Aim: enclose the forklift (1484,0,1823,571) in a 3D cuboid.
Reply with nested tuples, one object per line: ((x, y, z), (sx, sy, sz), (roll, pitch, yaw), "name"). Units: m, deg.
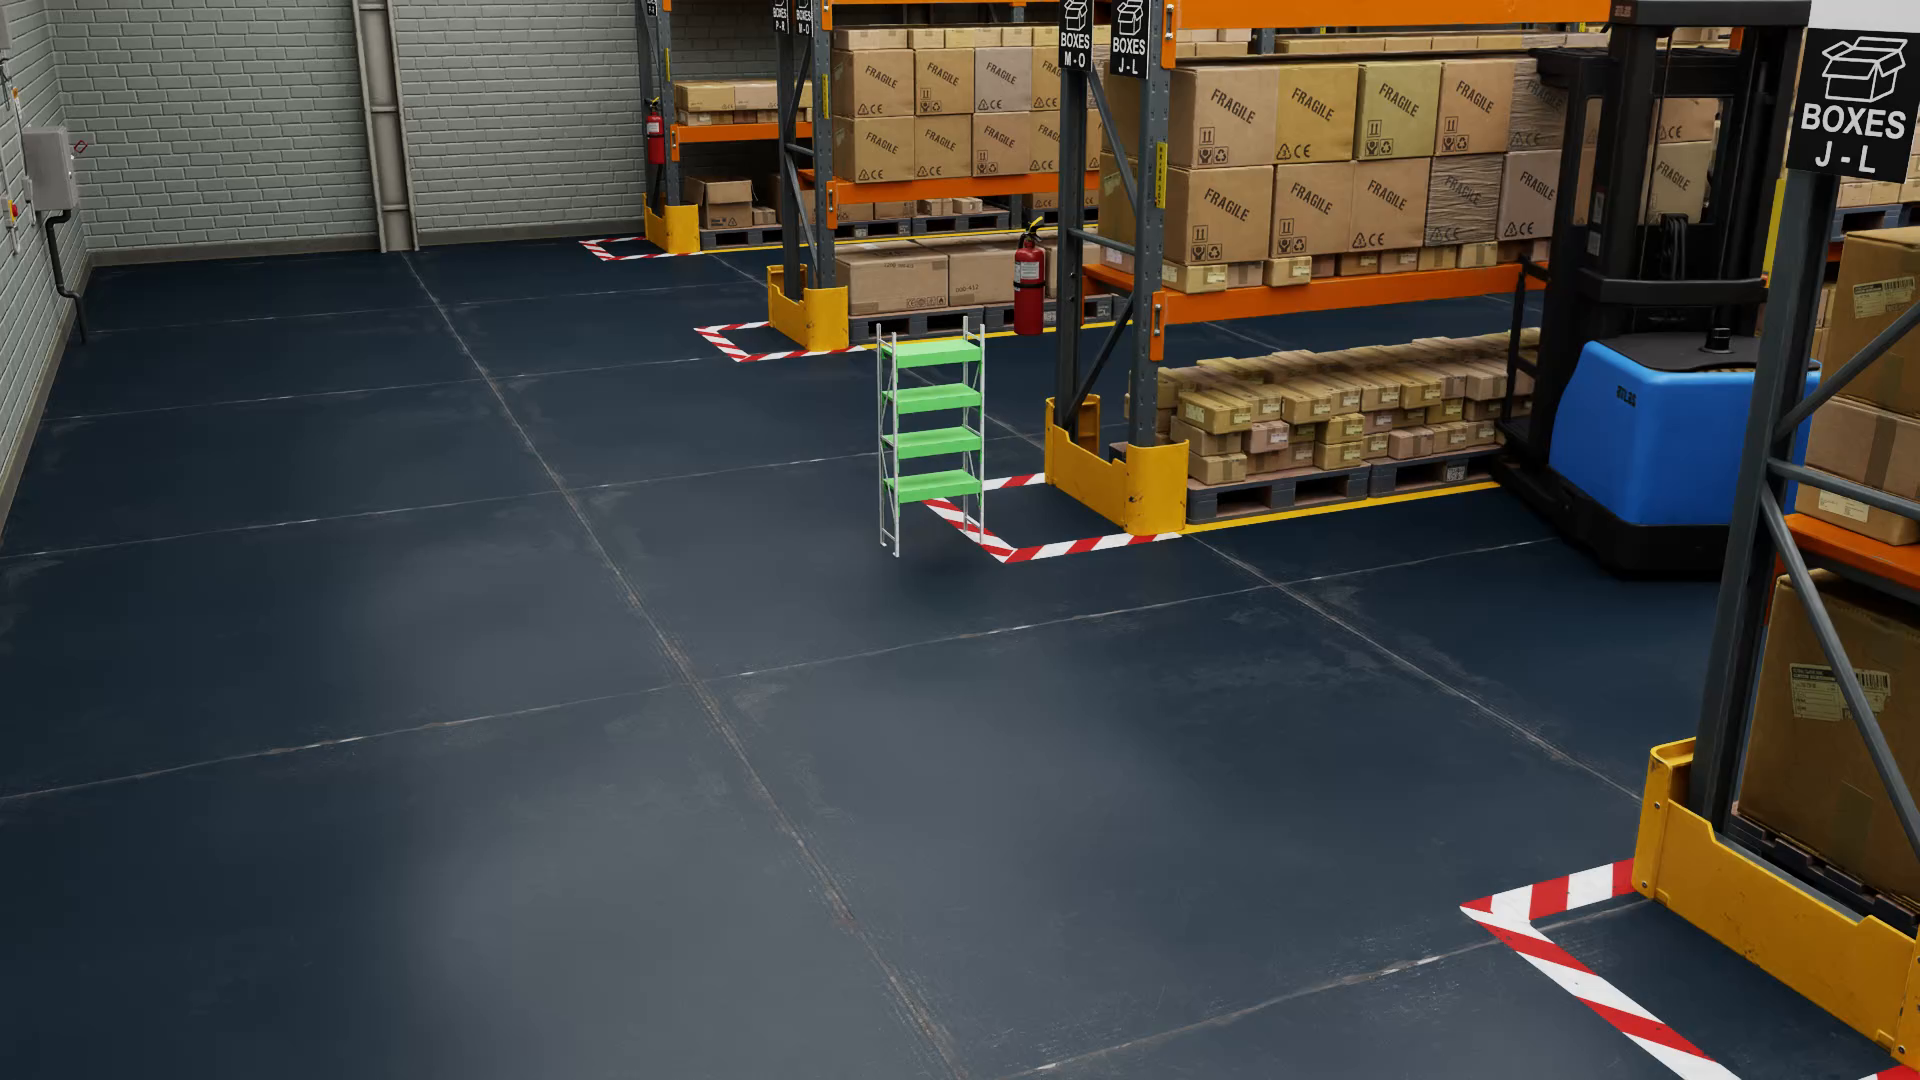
((3.768, -1.668, 9.345), (1.130, 2.935, 3.031), (-1, 19, -3), "forklift")

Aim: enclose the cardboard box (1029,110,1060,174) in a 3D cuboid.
((0.691, -3.345, 13.854), (0.500, 0.500, 0.500), (-7, 21, -20), "cardboard box")

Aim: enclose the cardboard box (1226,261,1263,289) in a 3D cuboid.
((1.454, -1.489, 9.111), (0.250, 0.149, 0.380), (-7, 21, -20), "cardboard box")

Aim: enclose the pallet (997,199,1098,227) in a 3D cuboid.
((1.191, -3.957, 19.943), (1.213, 0.211, 1.003), (-8, 21, -22), "pallet")

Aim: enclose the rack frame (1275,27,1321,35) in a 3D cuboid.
((4.132, -5.680, 20.638), (0.127, 3.000, 1.000), (-8, 21, -22), "rack frame")

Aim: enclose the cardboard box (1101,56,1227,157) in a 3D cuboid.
((1.131, -2.413, 9.256), (0.500, 0.500, 0.500), (-9, 21, -23), "cardboard box")

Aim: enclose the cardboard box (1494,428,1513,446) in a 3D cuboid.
((3.307, -0.706, 10.171), (0.250, 0.149, 0.380), (-8, 21, -22), "cardboard box")

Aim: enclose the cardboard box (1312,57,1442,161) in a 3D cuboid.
((2.274, -2.385, 9.176), (0.500, 0.500, 0.500), (-9, 21, -23), "cardboard box")

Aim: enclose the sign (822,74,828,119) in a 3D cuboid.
((-1.030, -3.390, 12.711), (0.005, 0.325, 0.100), (-8, 21, -22), "sign")

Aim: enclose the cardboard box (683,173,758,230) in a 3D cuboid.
((-2.615, -3.700, 18.140), (0.637, 0.503, 0.797), (-9, 21, -24), "cardboard box")

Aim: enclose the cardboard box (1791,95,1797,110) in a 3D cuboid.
((8.469, -4.491, 17.006), (0.250, 0.149, 0.380), (-8, 21, -22), "cardboard box")

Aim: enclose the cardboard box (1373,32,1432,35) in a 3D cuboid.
((4.154, -4.499, 15.626), (0.500, 0.500, 0.500), (-8, 21, -21), "cardboard box")

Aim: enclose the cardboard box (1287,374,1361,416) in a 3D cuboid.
((2.107, -0.843, 9.663), (0.250, 0.149, 0.380), (-9, 21, -25), "cardboard box")

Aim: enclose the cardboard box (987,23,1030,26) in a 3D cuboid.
((0.404, -4.261, 13.974), (0.250, 0.149, 0.380), (-7, 21, -20), "cardboard box")

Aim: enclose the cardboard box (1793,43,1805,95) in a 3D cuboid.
((8.510, -4.816, 16.953), (0.500, 0.500, 0.500), (-7, 21, -20), "cardboard box")

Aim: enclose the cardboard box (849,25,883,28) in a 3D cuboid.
((-0.770, -4.088, 13.484), (0.250, 0.149, 0.380), (-8, 21, -21), "cardboard box")

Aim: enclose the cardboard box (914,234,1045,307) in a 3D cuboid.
((0.159, -2.344, 14.389), (0.875, 0.438, 0.875), (-8, 21, -20), "cardboard box")

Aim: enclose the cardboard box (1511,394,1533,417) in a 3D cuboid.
((3.341, -0.877, 10.209), (0.250, 0.149, 0.380), (-8, 21, -21), "cardboard box")

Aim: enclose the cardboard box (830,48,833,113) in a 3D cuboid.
((-0.896, -3.769, 13.555), (0.500, 0.500, 0.500), (-7, 21, -20), "cardboard box")

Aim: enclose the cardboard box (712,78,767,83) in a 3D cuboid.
((-2.423, -4.906, 18.217), (0.500, 0.250, 0.500), (-8, 21, -22), "cardboard box")

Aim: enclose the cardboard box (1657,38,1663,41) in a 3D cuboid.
((9.164, -6.642, 22.243), (0.250, 0.149, 0.380), (-8, 21, -22), "cardboard box")

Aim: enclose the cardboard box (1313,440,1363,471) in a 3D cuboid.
((2.128, -0.537, 9.692), (0.250, 0.149, 0.380), (-8, 21, -21), "cardboard box")

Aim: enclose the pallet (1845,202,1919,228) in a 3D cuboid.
((6.353, -2.307, 11.347), (1.213, 0.211, 1.003), (-8, 21, -22), "pallet")

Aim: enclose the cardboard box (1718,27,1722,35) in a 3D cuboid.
((10.100, -6.916, 22.573), (0.250, 0.149, 0.380), (-8, 21, -21), "cardboard box")

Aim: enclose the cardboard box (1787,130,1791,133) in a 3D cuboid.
((5.280, -2.455, 10.328), (0.250, 0.149, 0.380), (-8, 21, -20), "cardboard box")

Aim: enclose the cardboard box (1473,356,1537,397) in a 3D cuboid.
((3.333, -0.998, 10.103), (0.250, 0.149, 0.380), (-9, 21, -25), "cardboard box")

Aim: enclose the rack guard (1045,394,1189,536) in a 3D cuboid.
((0.879, -0.449, 9.545), (0.348, 0.500, 1.175), (-8, 21, -22), "rack guard")

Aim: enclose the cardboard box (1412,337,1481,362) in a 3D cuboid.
((3.098, -1.180, 10.622), (0.250, 0.149, 0.380), (-8, 21, -21), "cardboard box")

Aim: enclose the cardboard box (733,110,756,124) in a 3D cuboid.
((-2.361, -4.562, 17.839), (0.250, 0.149, 0.380), (-8, 21, -23), "cardboard box")

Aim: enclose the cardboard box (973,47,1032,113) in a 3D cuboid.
((0.250, -3.750, 13.499), (0.500, 0.500, 0.500), (-8, 21, -22), "cardboard box")

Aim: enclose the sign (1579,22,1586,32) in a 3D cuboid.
((8.029, -6.551, 21.487), (0.005, 0.325, 0.100), (-8, 21, -22), "sign")

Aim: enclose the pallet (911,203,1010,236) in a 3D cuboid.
((-0.172, -3.748, 19.351), (1.213, 0.211, 1.003), (-8, 21, -22), "pallet")

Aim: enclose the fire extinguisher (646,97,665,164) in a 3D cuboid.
((-3.166, -4.255, 17.268), (0.183, 0.674, 0.296), (-8, 21, -22), "fire extinguisher")

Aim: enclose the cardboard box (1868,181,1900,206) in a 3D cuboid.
((5.740, -2.238, 10.608), (0.250, 0.149, 0.380), (-8, 21, -21), "cardboard box")

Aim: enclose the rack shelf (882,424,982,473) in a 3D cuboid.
((-0.152, -0.484, 8.782), (0.480, 0.148, 0.258), (-8, 21, -22), "rack shelf")

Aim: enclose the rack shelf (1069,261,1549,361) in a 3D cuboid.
((2.646, -1.542, 9.968), (4.000, 0.370, 1.077), (-8, 21, -22), "rack shelf")

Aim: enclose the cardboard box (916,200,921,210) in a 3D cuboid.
((-0.639, -3.935, 19.343), (0.250, 0.149, 0.380), (-8, 21, -23), "cardboard box")

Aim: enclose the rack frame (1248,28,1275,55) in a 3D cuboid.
((2.429, -3.641, 14.846), (0.127, 3.000, 1.000), (-8, 21, -22), "rack frame")

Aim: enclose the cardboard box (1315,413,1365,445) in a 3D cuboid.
((2.134, -0.681, 9.653), (0.250, 0.149, 0.380), (-7, 21, -20), "cardboard box")

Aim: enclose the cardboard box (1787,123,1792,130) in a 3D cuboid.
((5.258, -2.686, 10.984), (0.250, 0.149, 0.380), (-9, 21, -24), "cardboard box")

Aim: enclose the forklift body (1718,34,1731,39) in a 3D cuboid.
((10.459, -5.526, 21.479), (1.214, 2.155, 2.313), (-8, 21, -22), "forklift body")

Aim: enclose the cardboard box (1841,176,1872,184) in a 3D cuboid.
((5.500, -2.345, 10.463), (0.250, 0.149, 0.380), (-8, 21, -21), "cardboard box")

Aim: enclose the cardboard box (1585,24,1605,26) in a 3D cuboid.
((8.668, -6.945, 22.655), (0.250, 0.149, 0.380), (-9, 21, -23), "cardboard box")

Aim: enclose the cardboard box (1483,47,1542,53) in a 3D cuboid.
((3.501, -2.746, 10.200), (0.500, 0.500, 0.500), (-9, 21, -24), "cardboard box")

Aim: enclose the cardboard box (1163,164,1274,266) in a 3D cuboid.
((1.331, -1.781, 8.964), (0.500, 0.500, 0.500), (-7, 21, -19), "cardboard box")

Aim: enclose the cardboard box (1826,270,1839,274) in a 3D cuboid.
((6.223, -1.670, 11.252), (0.500, 0.250, 0.500), (-7, 21, -20), "cardboard box")

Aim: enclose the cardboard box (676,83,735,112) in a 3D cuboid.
((-2.690, -4.675, 17.560), (0.500, 0.250, 0.500), (-8, 21, -22), "cardboard box")

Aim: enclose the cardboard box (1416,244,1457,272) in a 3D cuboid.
((2.649, -1.663, 9.608), (0.250, 0.149, 0.380), (-7, 21, -20), "cardboard box")

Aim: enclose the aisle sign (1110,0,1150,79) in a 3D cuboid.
((0.861, -2.743, 8.383), (0.004, 0.787, 0.394), (-8, 21, -22), "aisle sign")

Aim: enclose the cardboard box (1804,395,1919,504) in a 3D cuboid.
((3.021, -0.307, 5.155), (0.500, 0.250, 0.500), (-9, 21, -23), "cardboard box")

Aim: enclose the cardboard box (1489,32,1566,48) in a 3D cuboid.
((5.262, -4.468, 15.539), (0.500, 0.500, 0.500), (-8, 21, -21), "cardboard box")

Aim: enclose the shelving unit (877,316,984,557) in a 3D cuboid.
((-0.152, -0.544, 8.761), (0.503, 1.200, 0.258), (-8, 21, -22), "shelving unit")

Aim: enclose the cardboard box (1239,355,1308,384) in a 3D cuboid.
((1.899, -1.002, 10.117), (0.250, 0.149, 0.380), (-9, 21, -24), "cardboard box")

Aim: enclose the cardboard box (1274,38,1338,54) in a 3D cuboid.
((2.946, -4.130, 14.578), (0.500, 0.500, 0.500), (-8, 21, -21), "cardboard box")

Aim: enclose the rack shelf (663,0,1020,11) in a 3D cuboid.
((-1.377, -5.966, 18.017), (4.000, 0.370, 1.077), (-8, 21, -22), "rack shelf")

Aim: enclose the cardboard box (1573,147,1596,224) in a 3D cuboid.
((3.673, -2.114, 9.912), (0.500, 0.500, 0.500), (-9, 21, -23), "cardboard box")

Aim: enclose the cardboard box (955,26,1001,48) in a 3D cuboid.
((0.143, -4.048, 13.369), (0.250, 0.149, 0.380), (-8, 21, -21), "cardboard box")
